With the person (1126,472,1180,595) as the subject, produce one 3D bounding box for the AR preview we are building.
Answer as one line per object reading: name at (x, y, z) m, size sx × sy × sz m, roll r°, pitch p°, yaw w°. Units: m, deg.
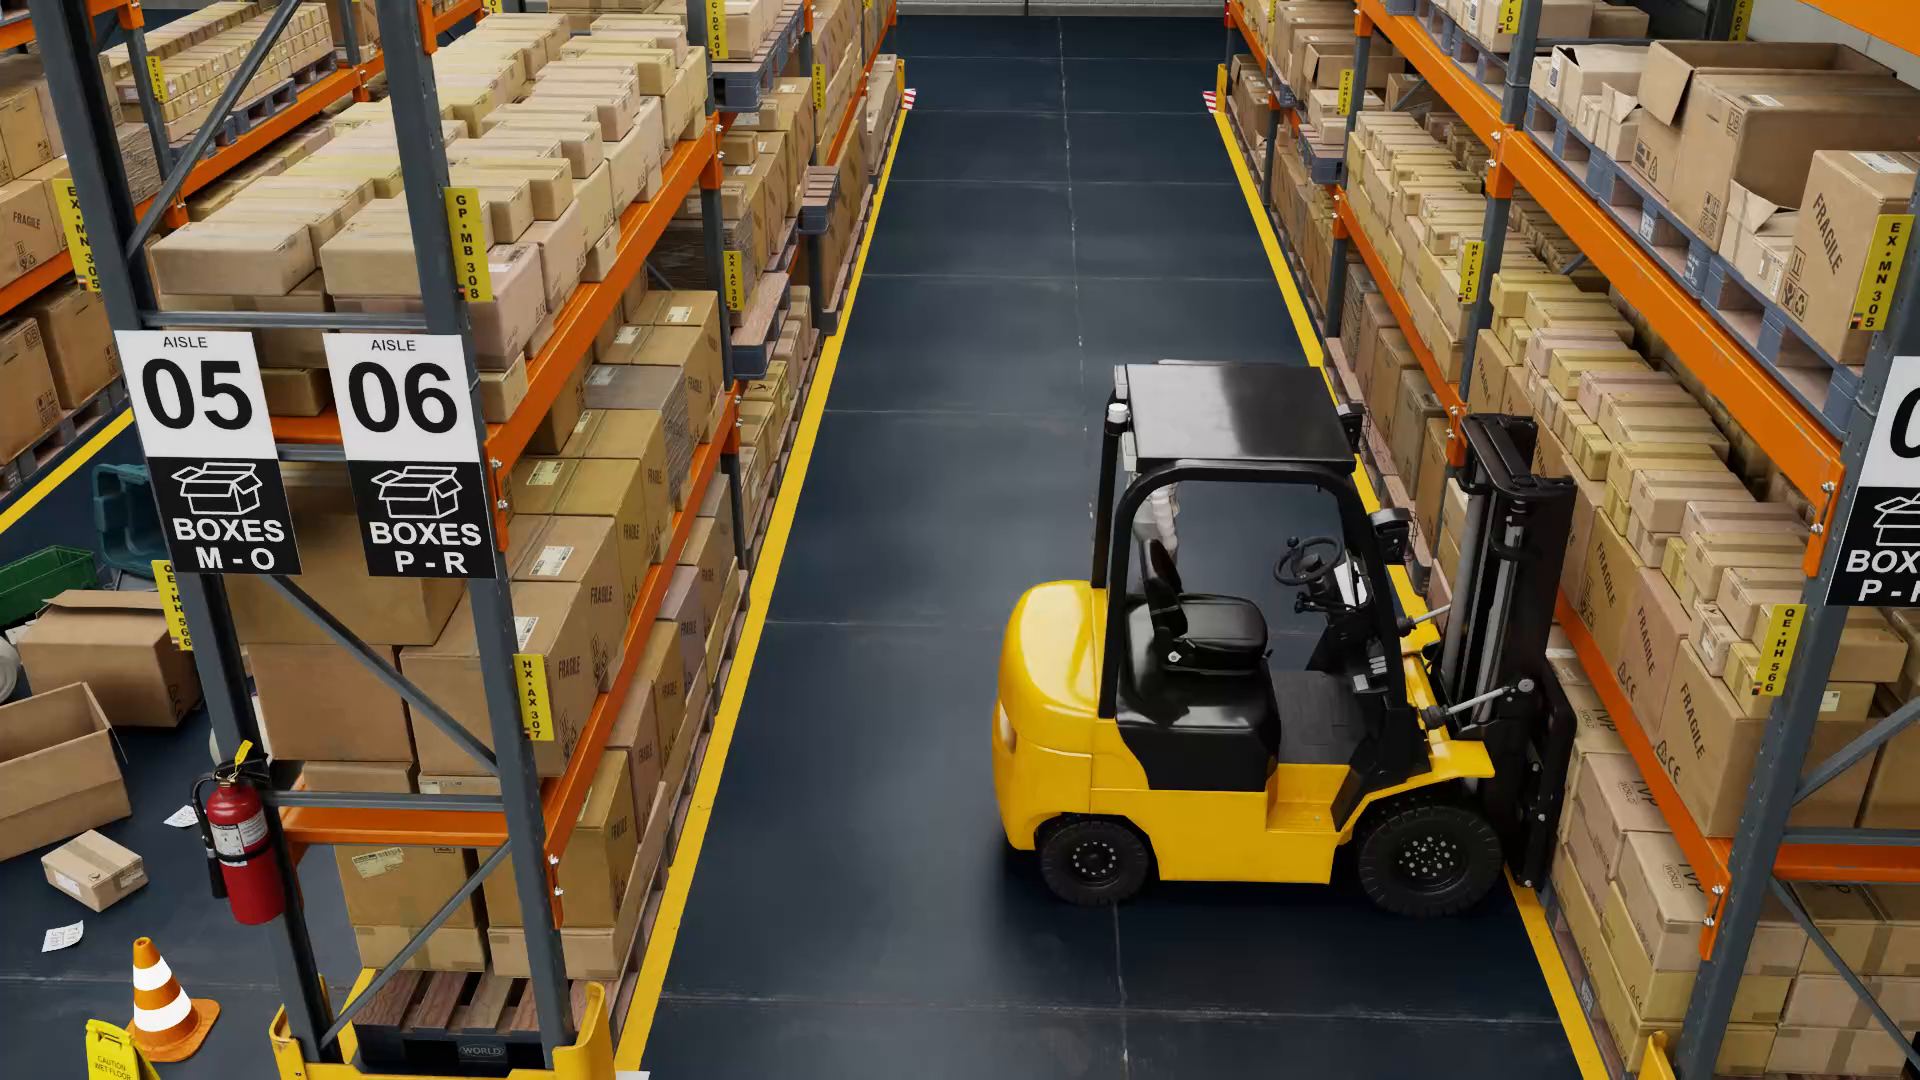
person at (1.064, -0.123, 8.849) m, size 0.374 × 1.662 × 0.528 m, roll 1°, pitch 28°, yaw 2°
